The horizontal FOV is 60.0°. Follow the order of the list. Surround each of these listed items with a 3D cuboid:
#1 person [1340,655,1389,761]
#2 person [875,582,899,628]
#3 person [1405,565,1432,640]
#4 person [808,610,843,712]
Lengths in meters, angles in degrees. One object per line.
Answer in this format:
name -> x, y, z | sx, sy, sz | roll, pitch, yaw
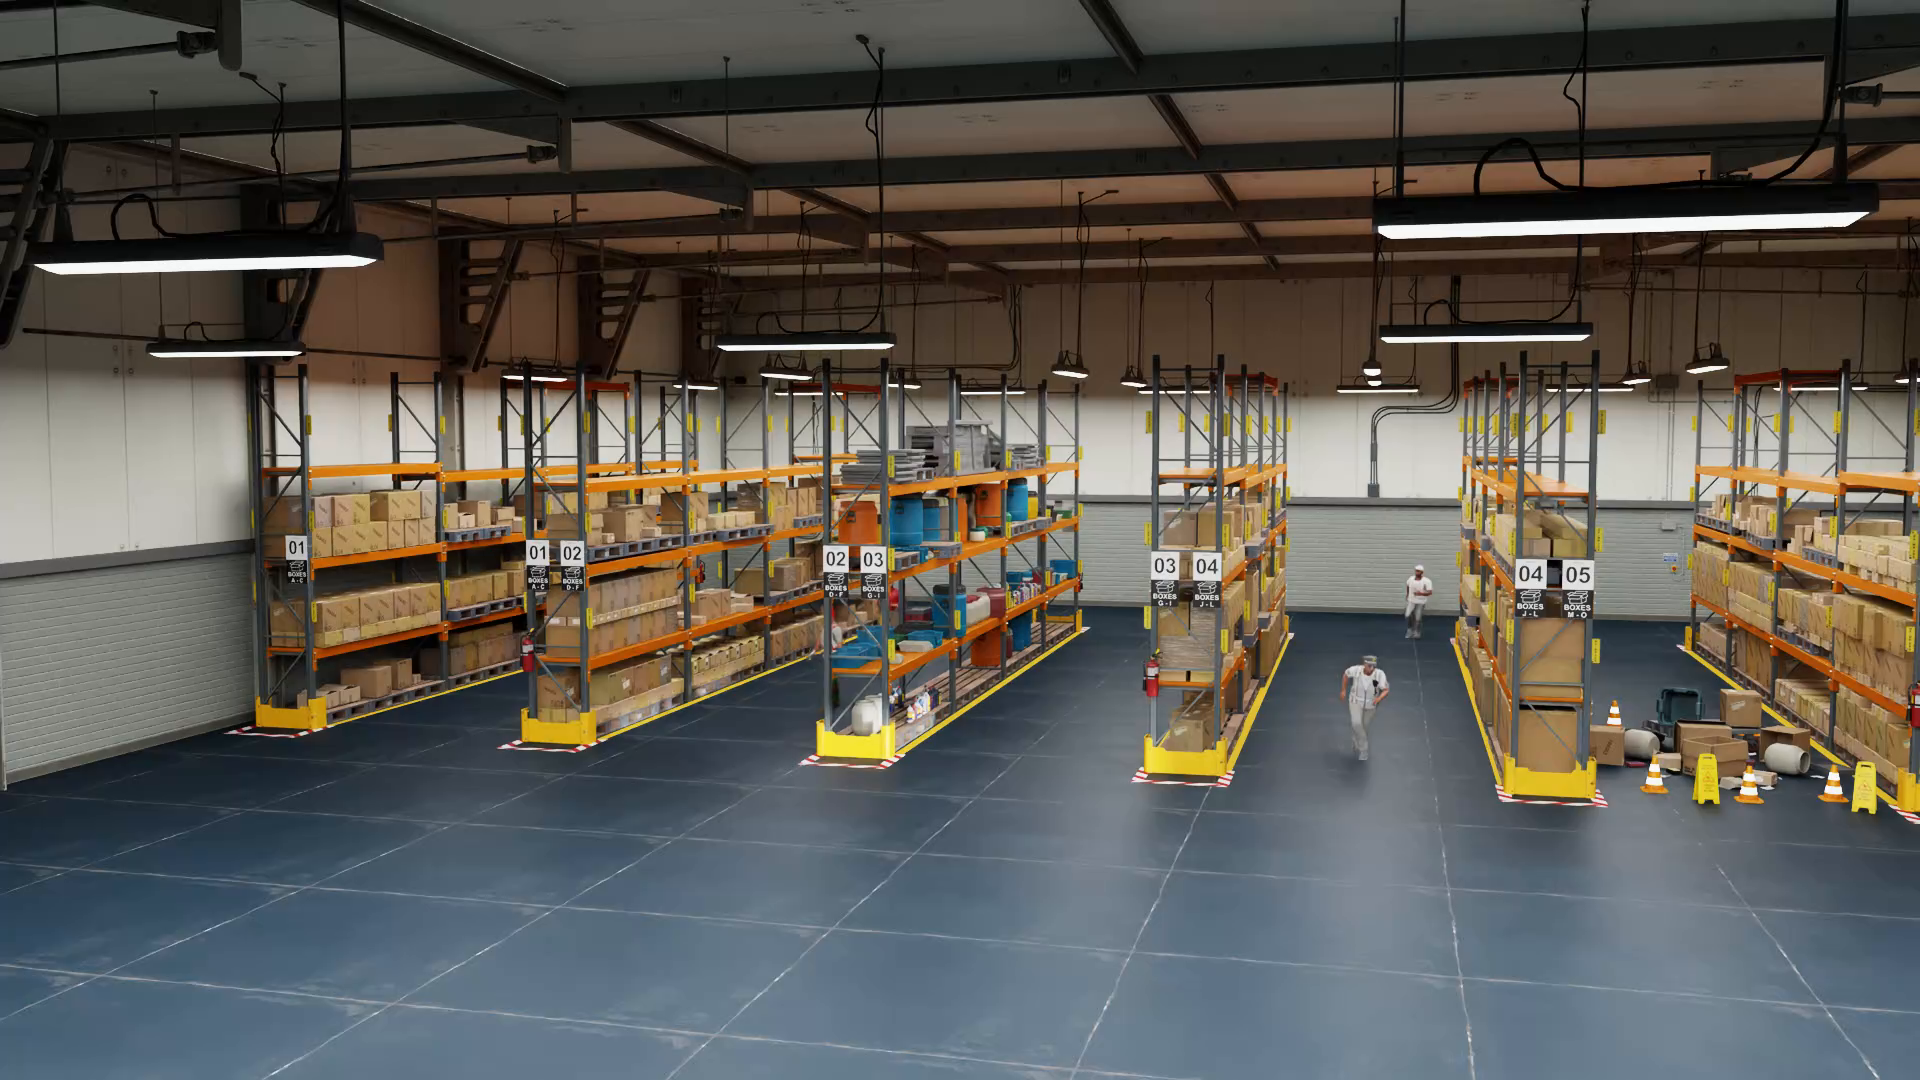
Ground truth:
person -> 6.085, 2.473, 25.070 | 0.687, 1.586, 1.073 | 0, 4, 6
person -> -1.542, 1.681, 35.879 | 0.639, 1.767, 0.726 | 0, 4, 5
person -> 10.655, 1.460, 38.705 | 0.679, 1.757, 0.643 | 2, 5, 32
person -> -2.339, 2.097, 29.416 | 0.770, 1.780, 0.754 | -4, 6, -45
